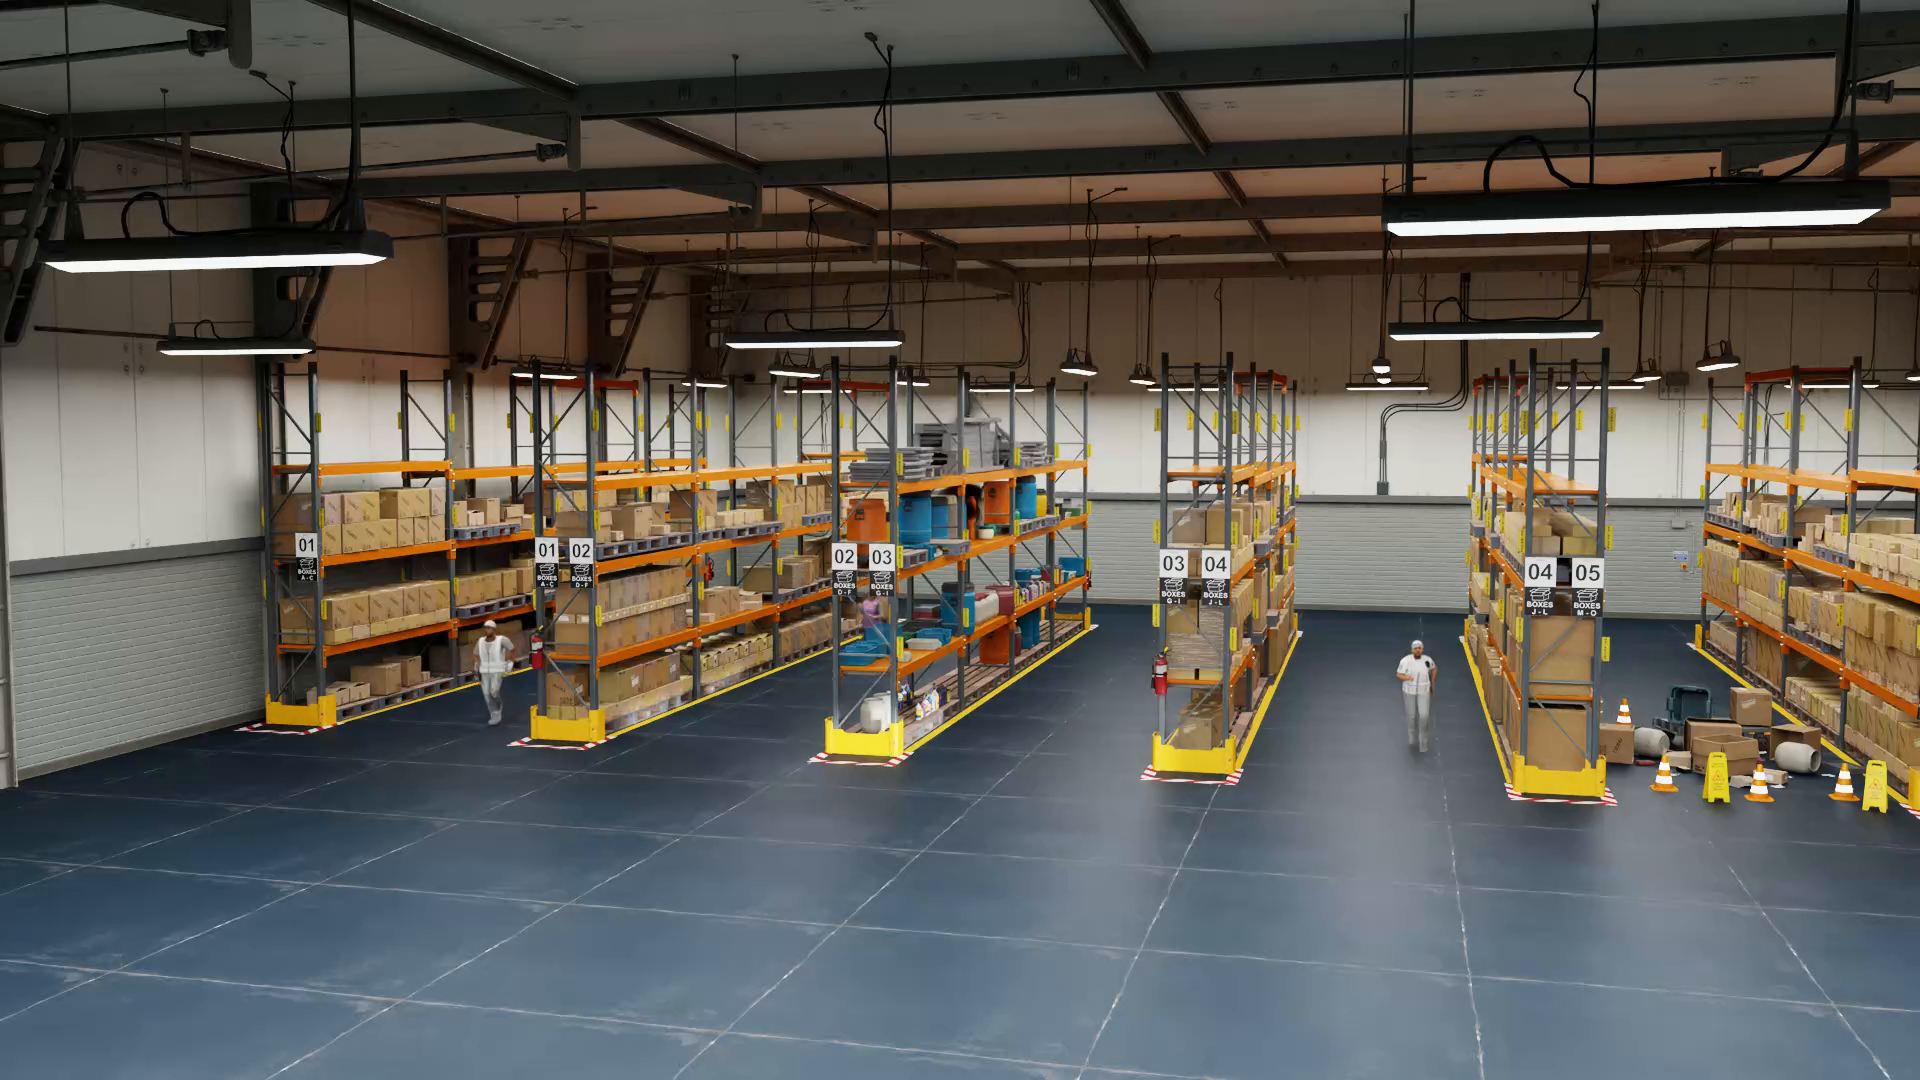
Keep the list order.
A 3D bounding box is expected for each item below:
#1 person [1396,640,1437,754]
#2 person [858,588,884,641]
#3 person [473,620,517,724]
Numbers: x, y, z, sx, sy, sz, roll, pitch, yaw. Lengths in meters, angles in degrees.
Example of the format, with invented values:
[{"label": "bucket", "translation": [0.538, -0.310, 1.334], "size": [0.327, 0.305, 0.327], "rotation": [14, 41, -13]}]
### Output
[{"label": "person", "translation": [6.995, 2.387, 25.498], "size": [0.594, 1.722, 0.762], "rotation": [1, 4, 16]}, {"label": "person", "translation": [-1.675, 1.699, 31.300], "size": [0.538, 1.610, 0.829], "rotation": [1, 4, 12]}, {"label": "person", "translation": [-7.729, 2.195, 27.449], "size": [0.695, 1.736, 0.585], "rotation": [1, 4, 8]}]
